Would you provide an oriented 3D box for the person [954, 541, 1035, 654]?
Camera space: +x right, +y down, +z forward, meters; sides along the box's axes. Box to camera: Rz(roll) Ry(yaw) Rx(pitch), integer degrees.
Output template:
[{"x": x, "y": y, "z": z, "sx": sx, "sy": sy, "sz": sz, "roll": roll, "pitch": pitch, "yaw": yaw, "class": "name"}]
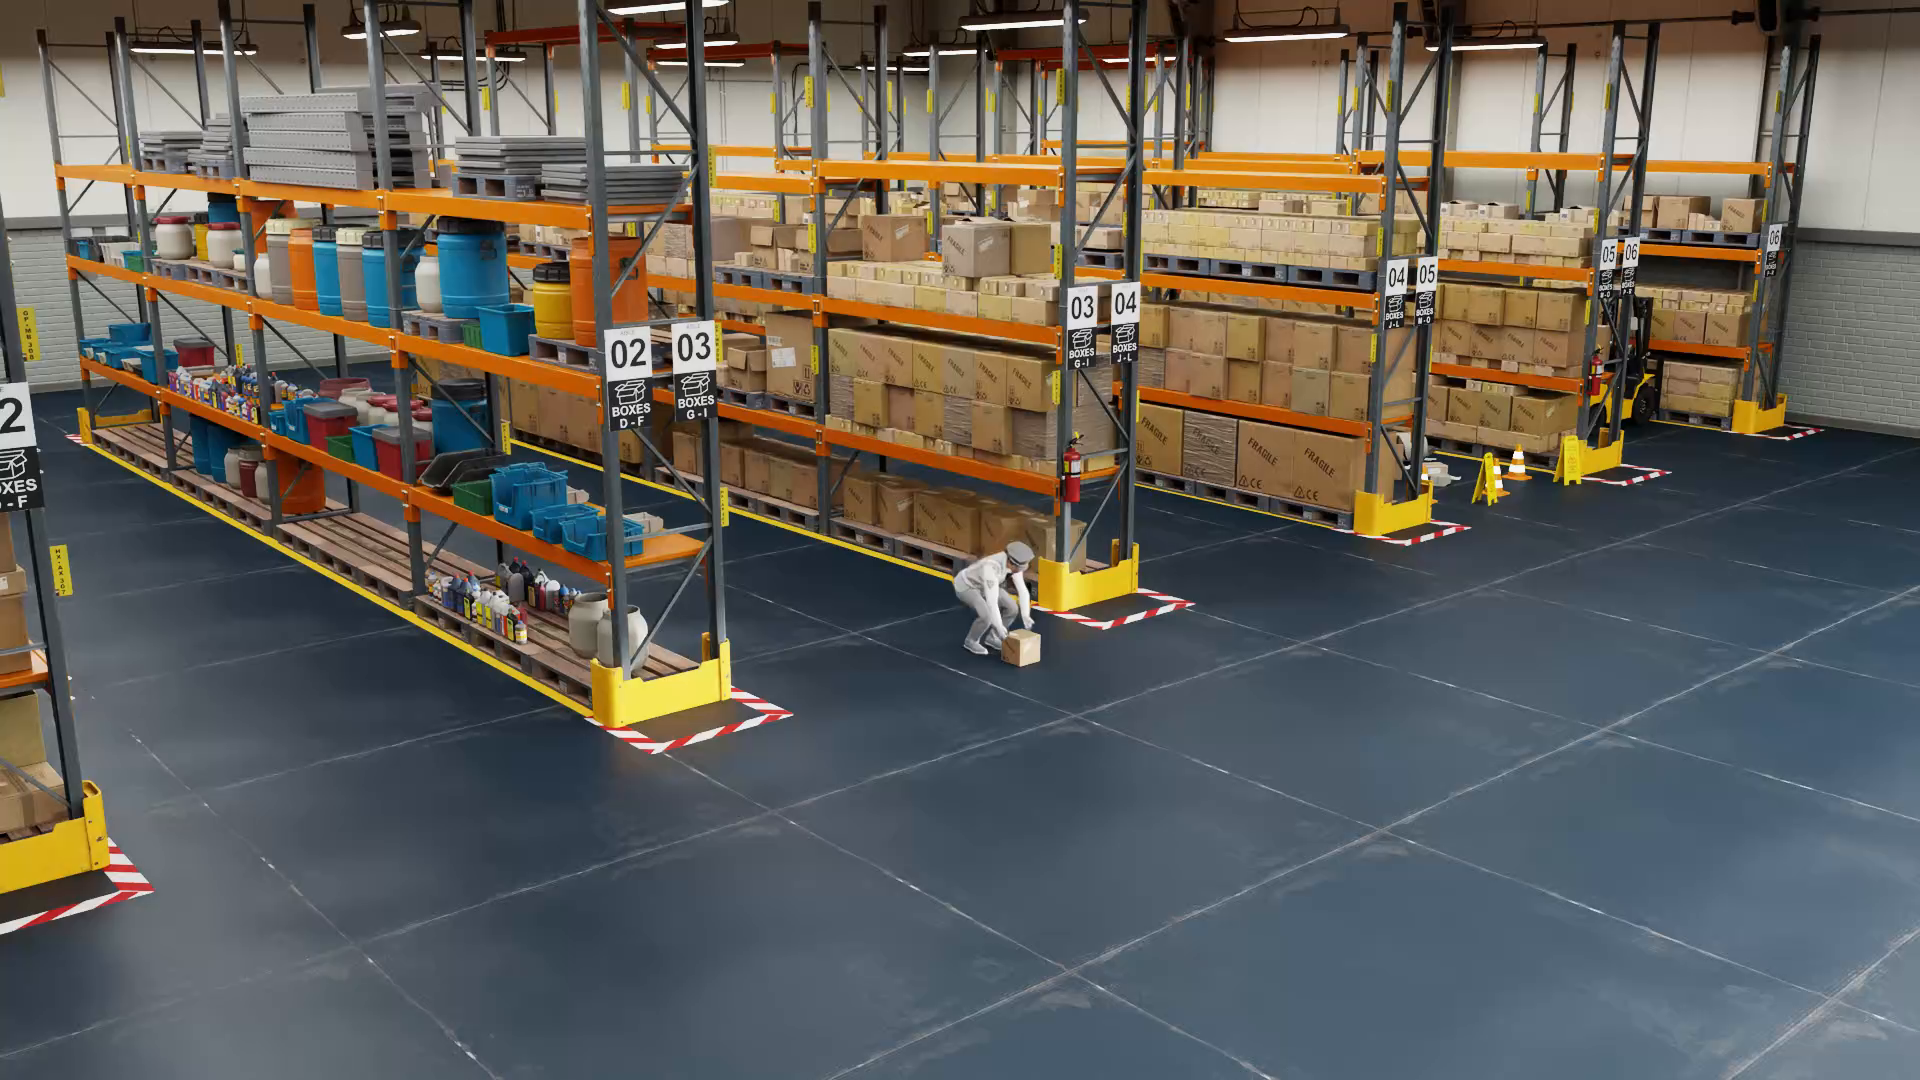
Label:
[{"x": 0.332, "y": 0.505, "z": 15.221, "sx": 0.505, "sy": 1.075, "sz": 0.826, "roll": -12, "pitch": 19, "yaw": -40, "class": "person"}]
